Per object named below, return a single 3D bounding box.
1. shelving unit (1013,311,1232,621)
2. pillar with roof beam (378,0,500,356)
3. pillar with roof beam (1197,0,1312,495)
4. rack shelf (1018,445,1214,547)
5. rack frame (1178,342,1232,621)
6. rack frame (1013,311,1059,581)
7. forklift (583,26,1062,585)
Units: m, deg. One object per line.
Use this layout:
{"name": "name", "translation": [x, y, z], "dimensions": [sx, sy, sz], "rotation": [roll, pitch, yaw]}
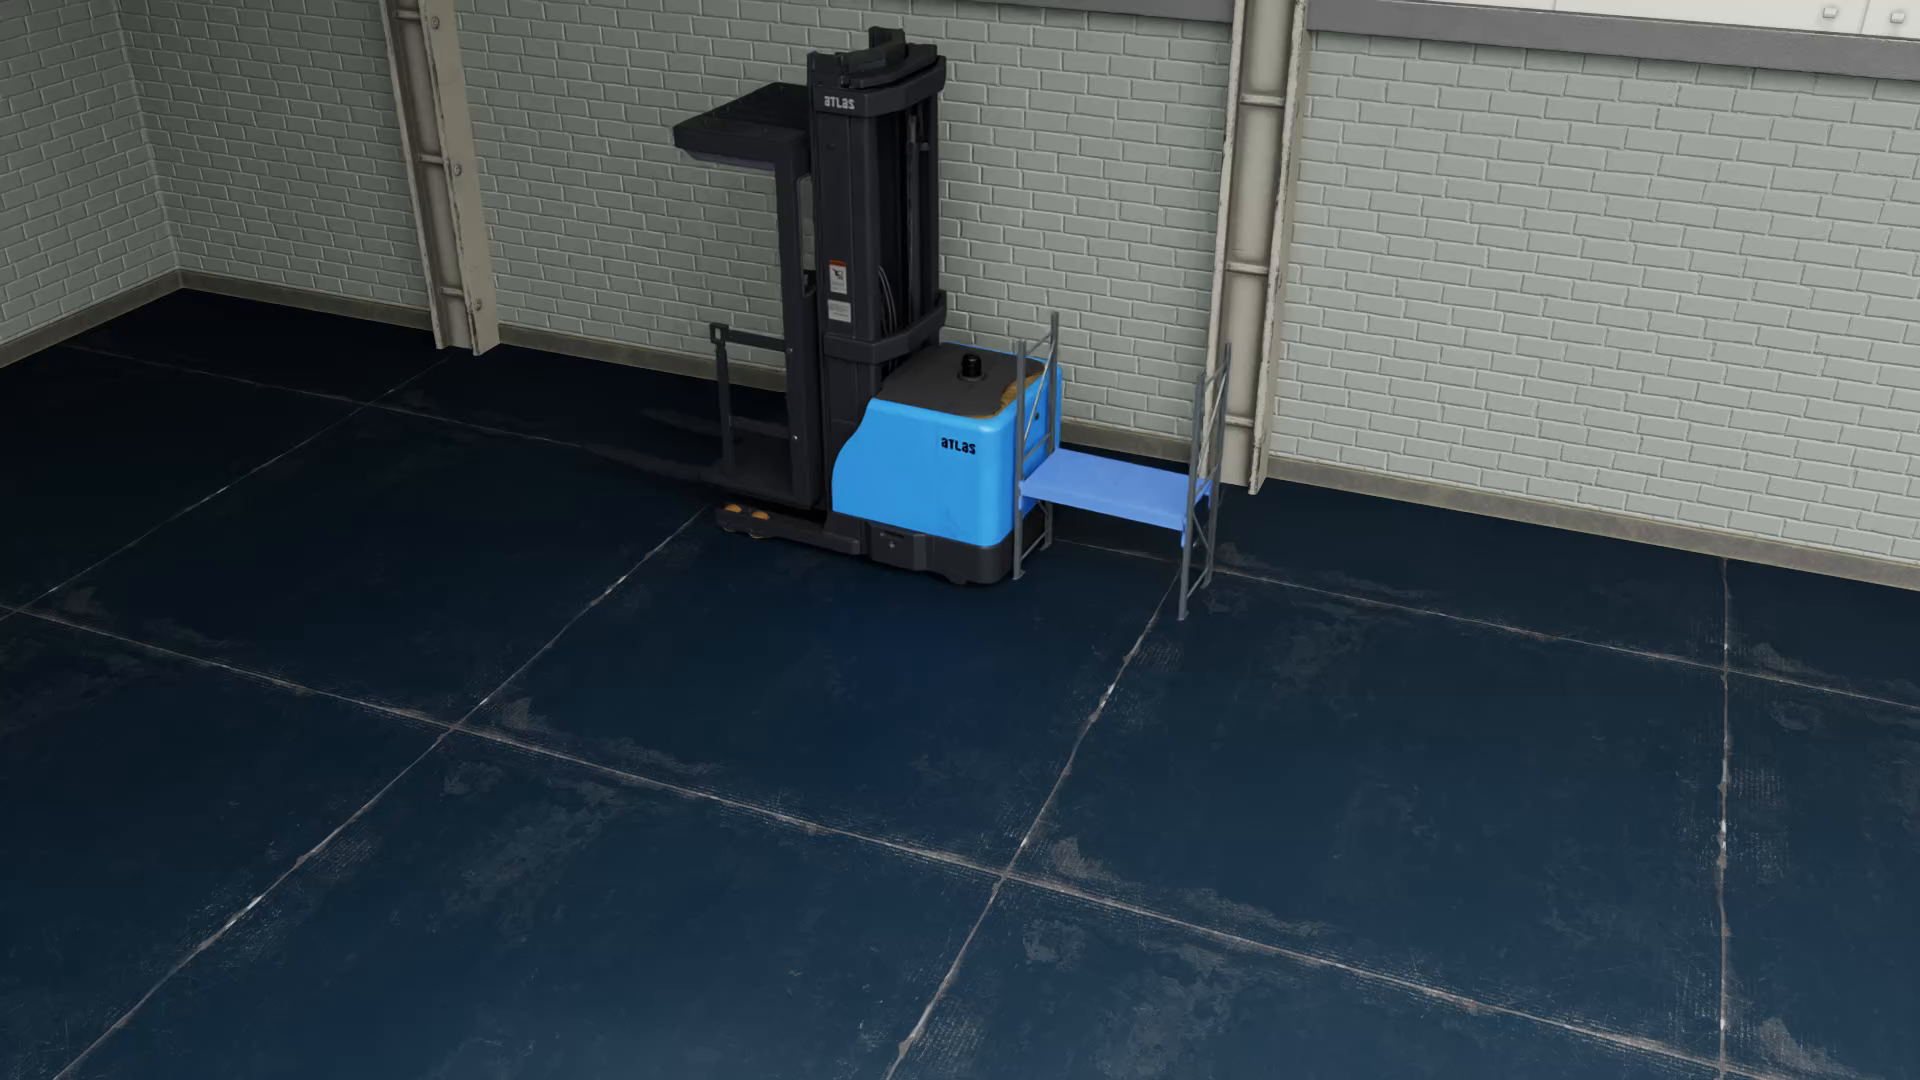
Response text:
{"name": "shelving unit", "translation": [0.893, -0.418, 9.377], "dimensions": [1.048, 1.500, 0.538], "rotation": [14, 32, 22]}
{"name": "pillar with roof beam", "translation": [-5.403, -3.461, 7.139], "dimensions": [0.400, 9.000, 9.100], "rotation": [11, 31, 19]}
{"name": "pillar with roof beam", "translation": [0.157, -2.351, 5.175], "dimensions": [0.400, 9.000, 9.100], "rotation": [11, 31, 19]}
{"name": "rack shelf", "translation": [0.893, -0.261, 9.465], "dimensions": [1.000, 0.185, 0.538], "rotation": [14, 32, 22]}
{"name": "rack frame", "translation": [1.350, -0.308, 9.183], "dimensions": [0.032, 1.500, 0.500], "rotation": [14, 32, 22]}
{"name": "rack frame", "translation": [0.436, -0.528, 9.571], "dimensions": [0.032, 1.500, 0.500], "rotation": [14, 32, 22]}
{"name": "forklift", "translation": [-0.936, -1.501, 9.838], "dimensions": [3.031, 2.935, 1.130], "rotation": [14, 32, 22]}
